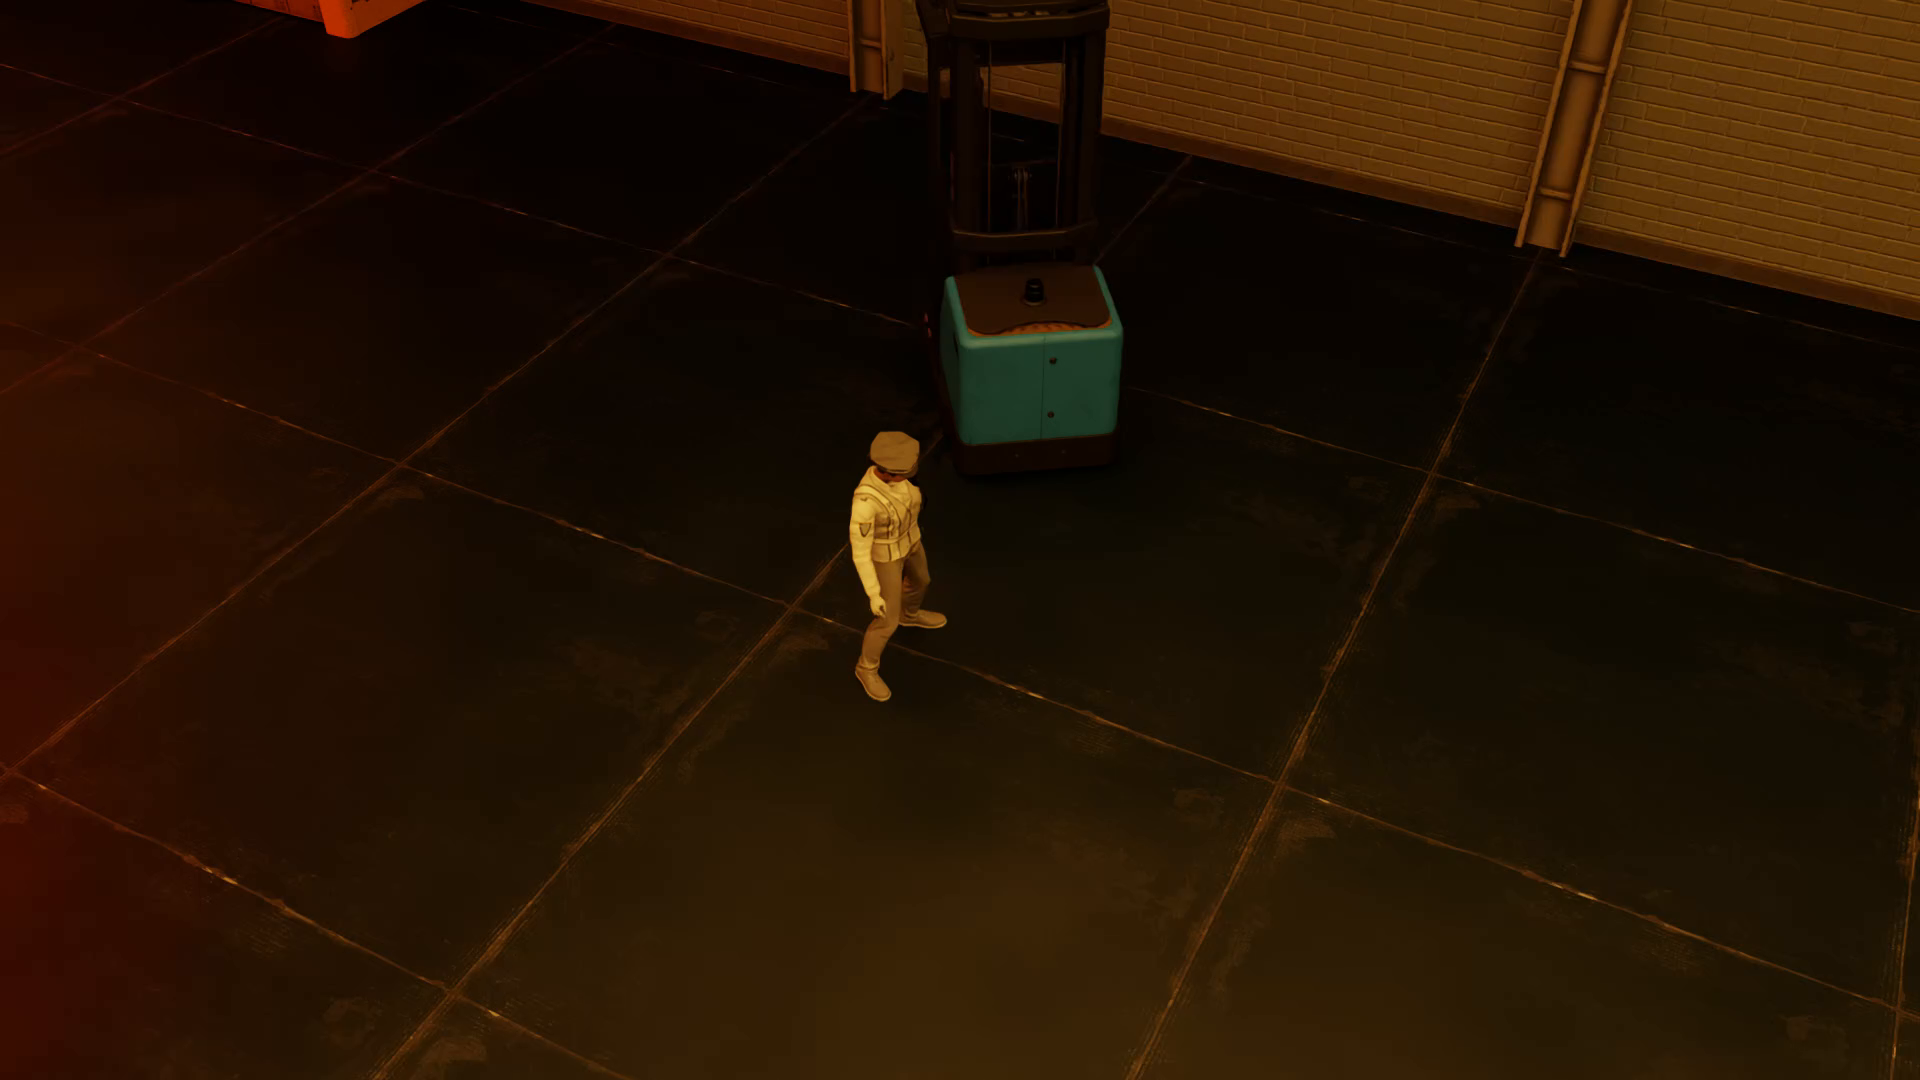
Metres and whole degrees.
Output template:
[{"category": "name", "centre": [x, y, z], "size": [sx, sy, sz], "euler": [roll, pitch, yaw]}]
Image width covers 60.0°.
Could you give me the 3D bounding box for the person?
[{"category": "person", "centre": [-0.343, 0.062, 8.932], "size": [0.388, 1.633, 0.838], "euler": [19, 44, 21]}]

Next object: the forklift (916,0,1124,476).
[{"category": "forklift", "centre": [0.313, -2.480, 10.932], "size": [1.130, 2.935, 3.031], "euler": [-5, 40, -6]}]
